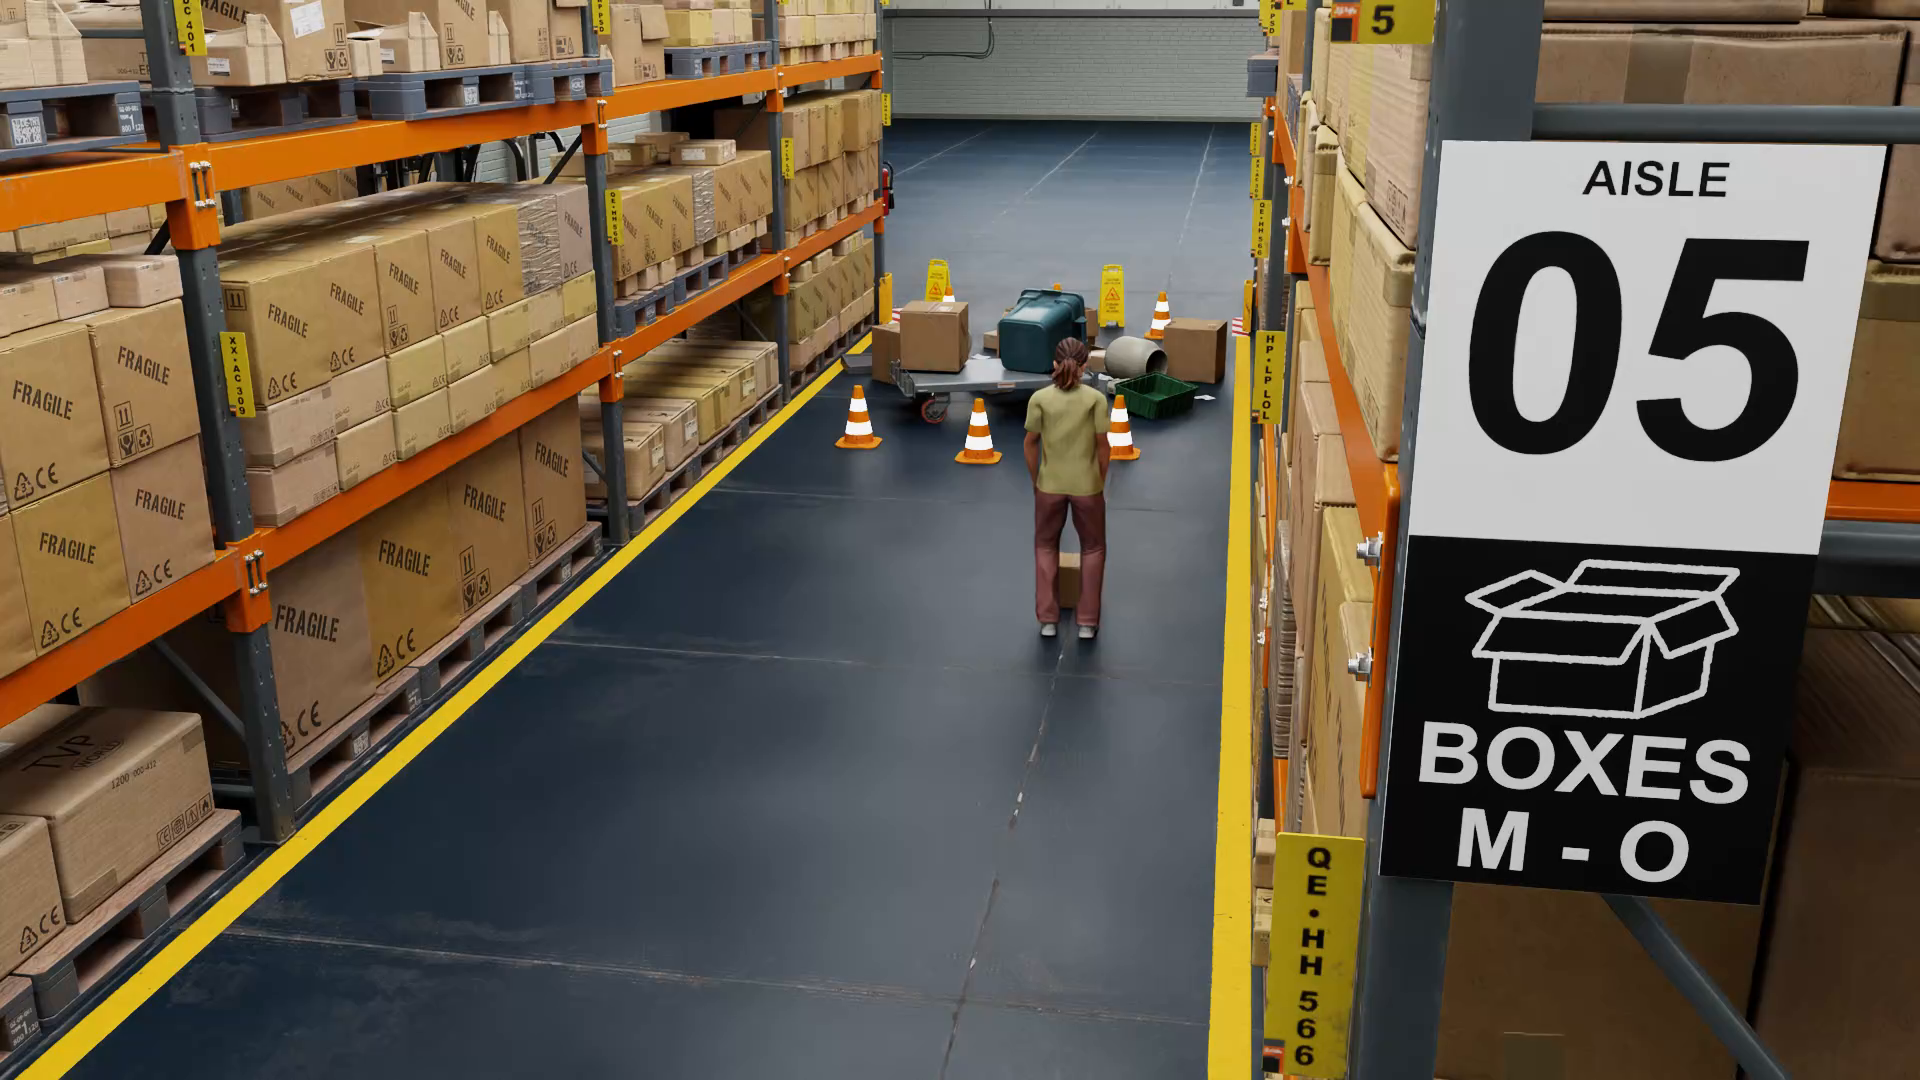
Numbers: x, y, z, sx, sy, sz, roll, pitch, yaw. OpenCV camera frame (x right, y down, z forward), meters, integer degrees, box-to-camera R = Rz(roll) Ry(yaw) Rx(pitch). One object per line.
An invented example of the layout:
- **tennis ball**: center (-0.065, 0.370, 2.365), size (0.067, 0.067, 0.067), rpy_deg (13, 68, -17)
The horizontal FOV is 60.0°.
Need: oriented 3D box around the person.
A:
- **person**: center (0.577, -0.263, 8.999), size (0.470, 1.603, 0.388), rpy_deg (3, 18, 10)
